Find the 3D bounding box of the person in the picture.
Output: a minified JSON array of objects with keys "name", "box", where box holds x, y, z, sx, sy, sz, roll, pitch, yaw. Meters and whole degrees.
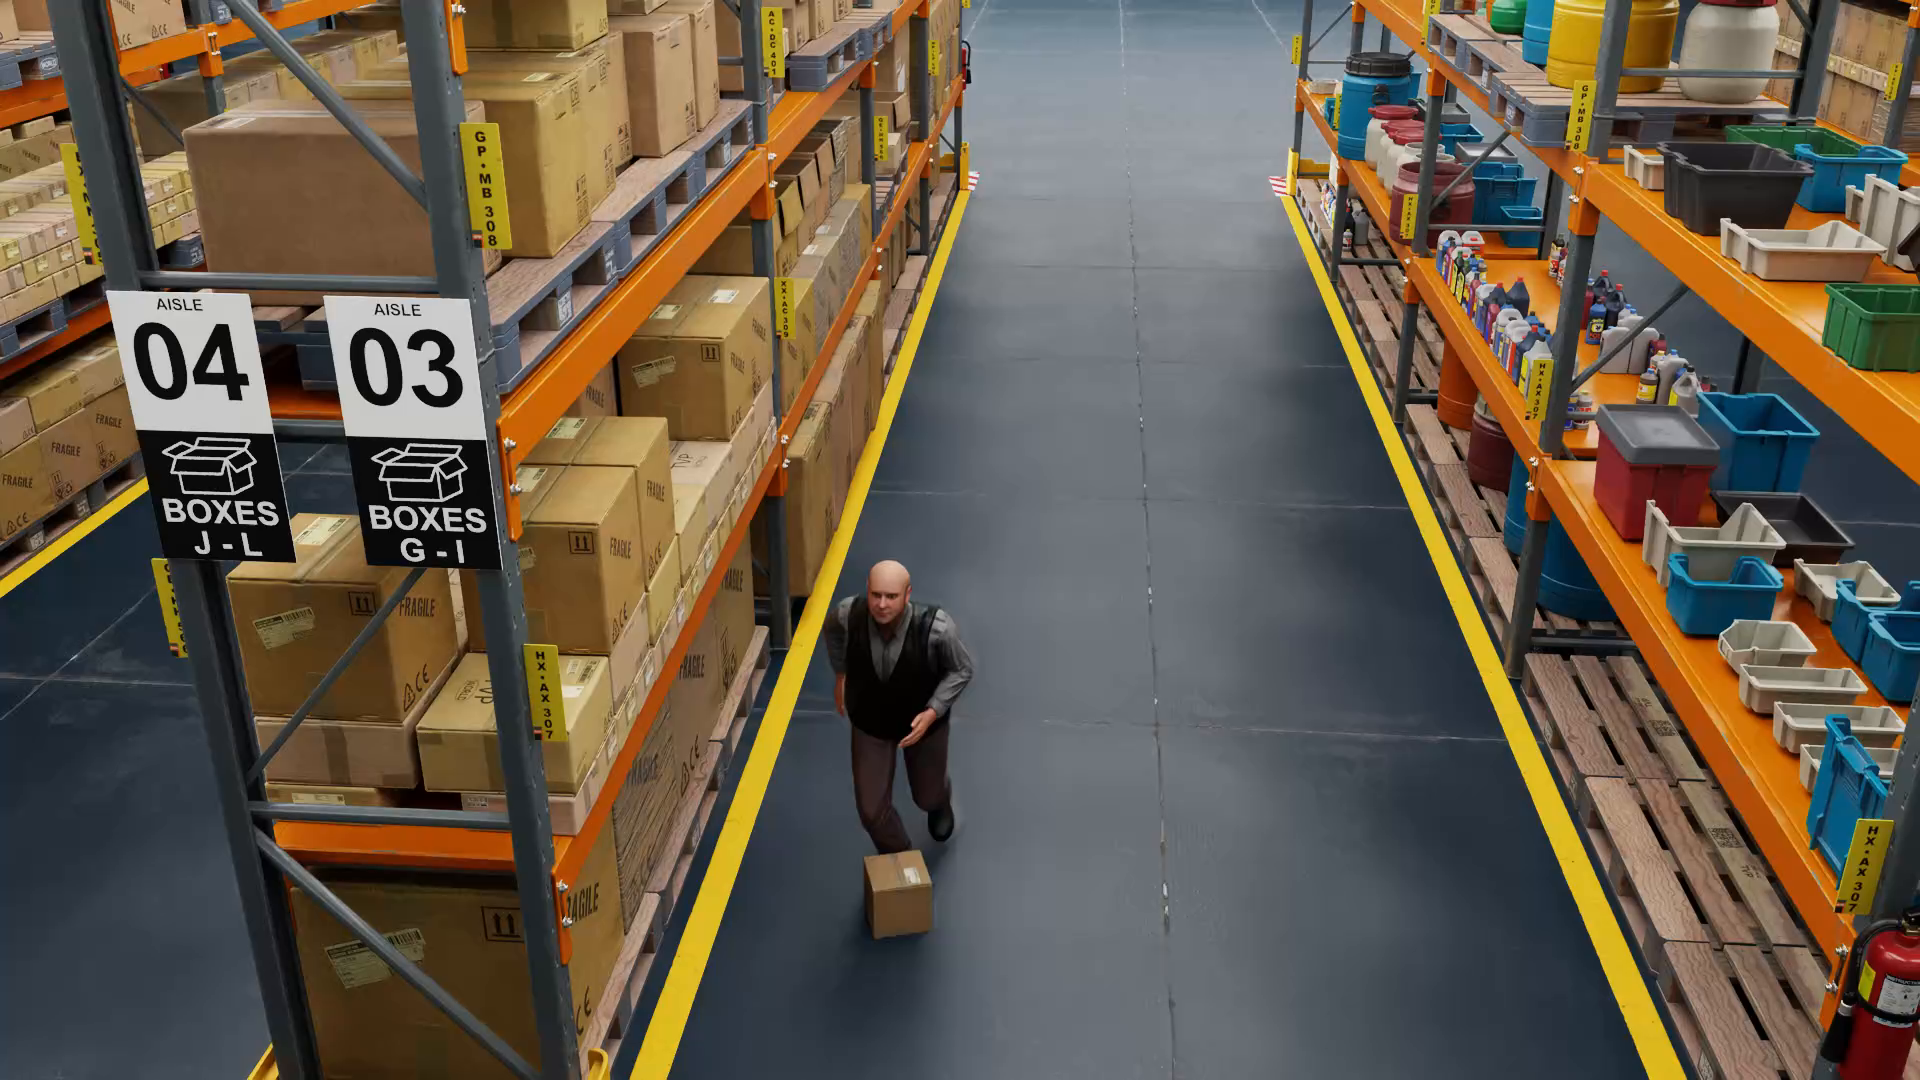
[{"name":"person","box":[-0.256,0.735,7.102,0.650,1.651,0.872,2,24,4]}]
